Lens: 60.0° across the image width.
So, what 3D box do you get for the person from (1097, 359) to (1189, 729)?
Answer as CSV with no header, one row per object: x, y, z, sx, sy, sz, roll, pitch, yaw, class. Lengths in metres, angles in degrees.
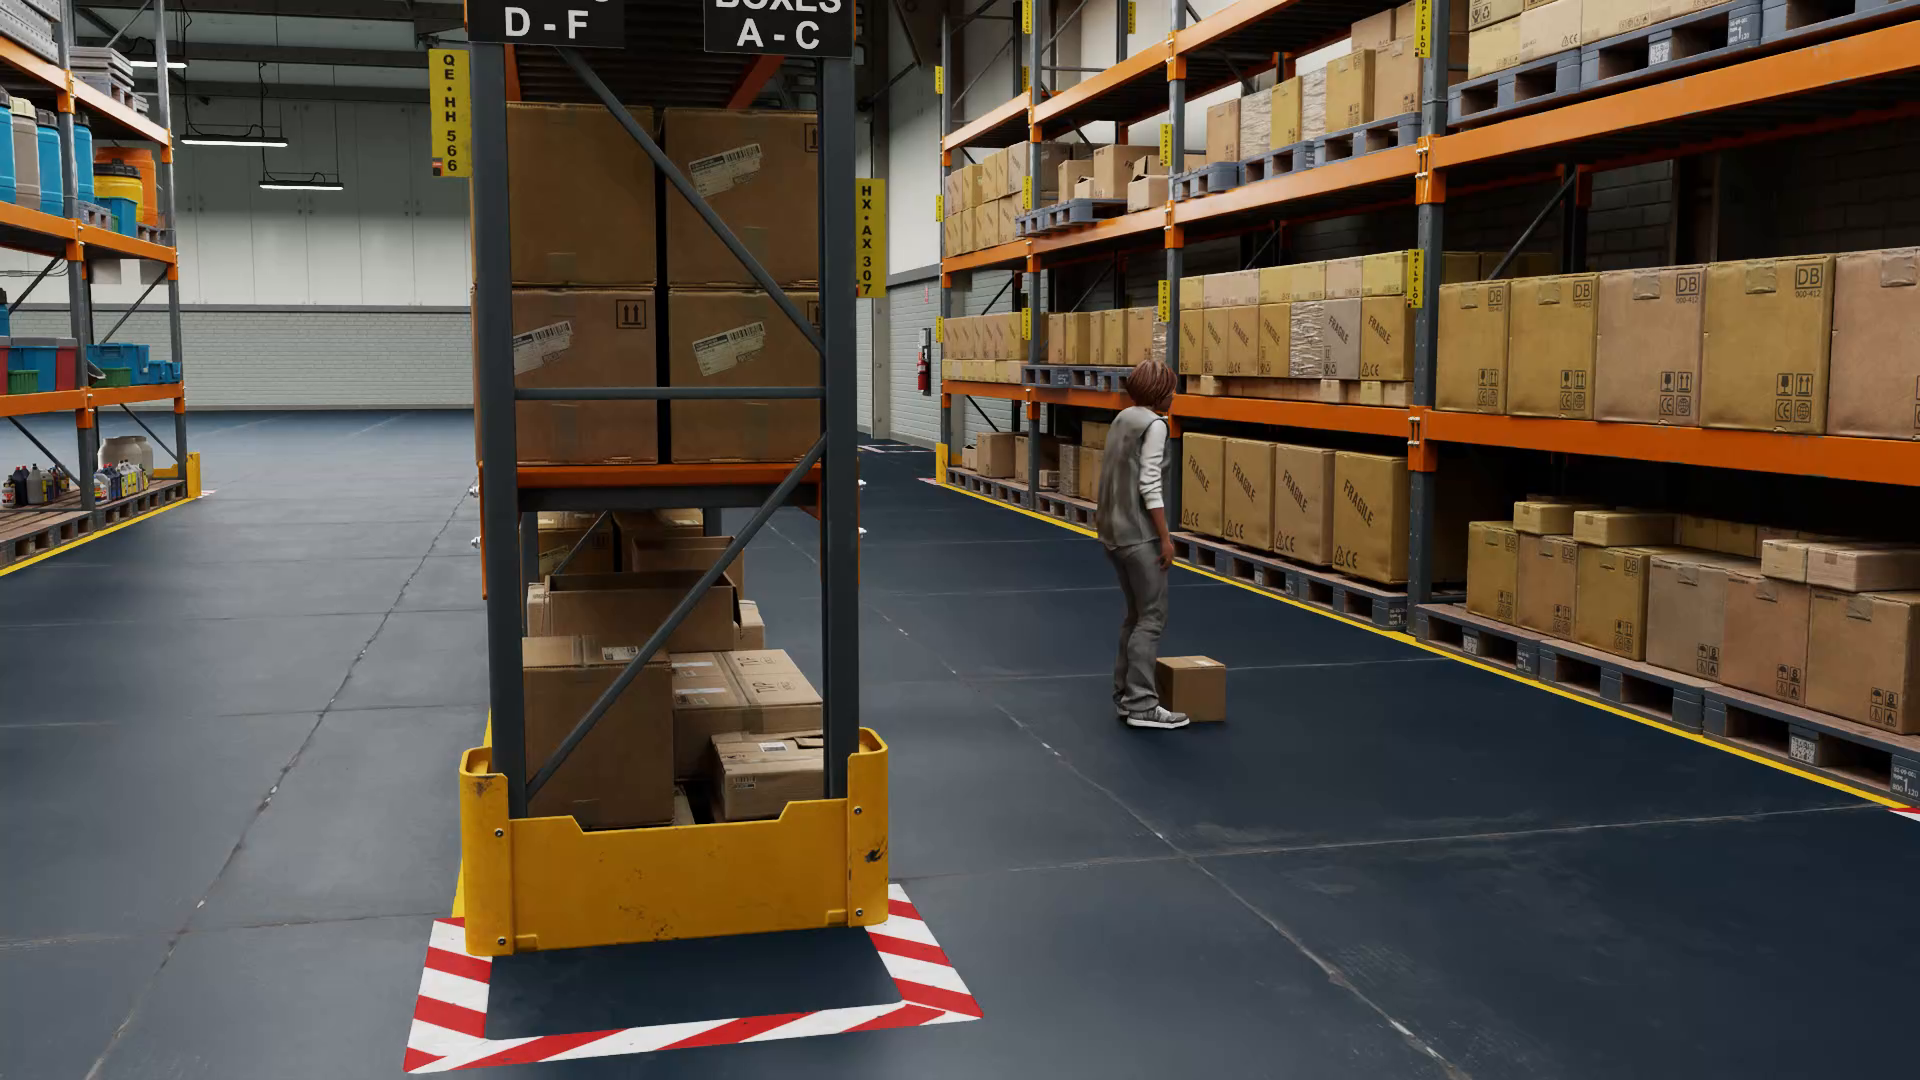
0.803,0.008,7.311,0.366,1.592,0.473,-2,7,-15,person
